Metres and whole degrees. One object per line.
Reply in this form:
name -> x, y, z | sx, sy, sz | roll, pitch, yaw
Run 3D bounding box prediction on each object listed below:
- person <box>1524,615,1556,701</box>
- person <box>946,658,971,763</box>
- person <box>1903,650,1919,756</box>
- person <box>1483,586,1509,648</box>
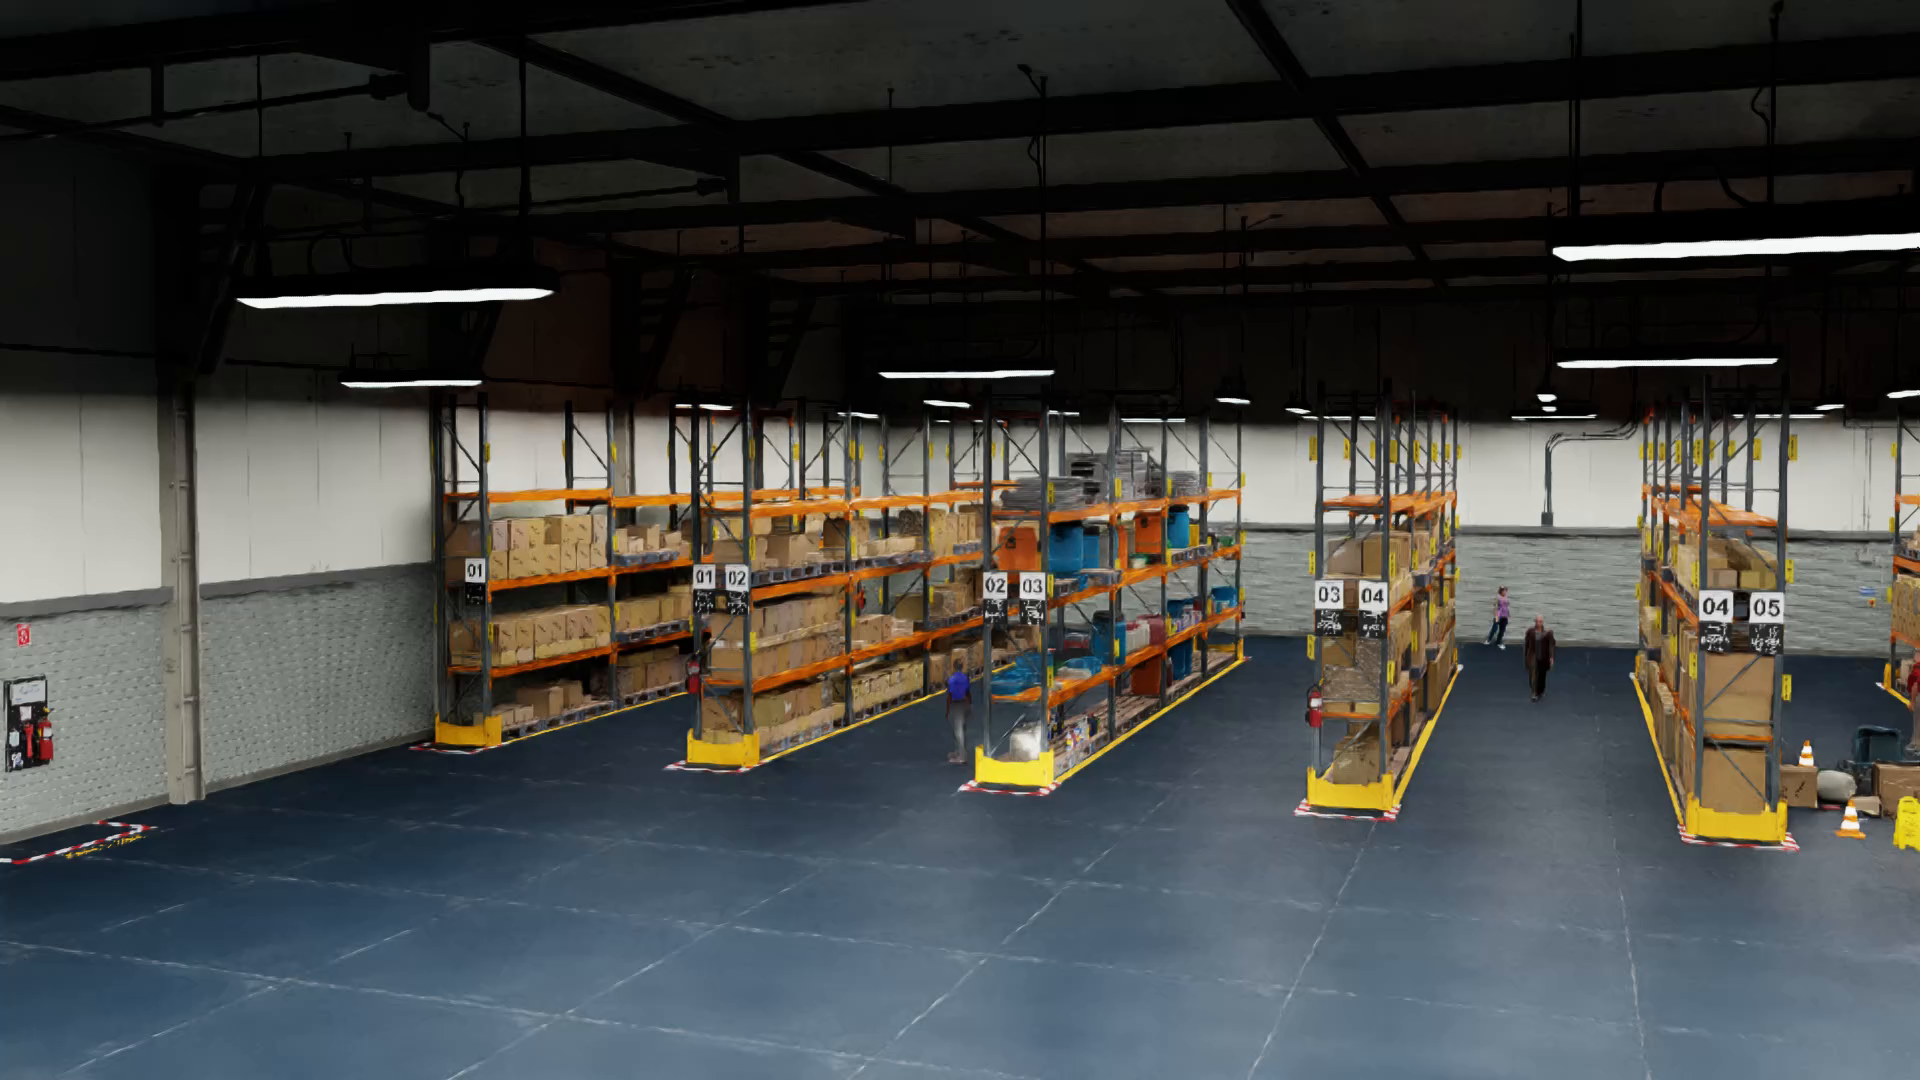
person -> 11.649, 2.357, 33.416 | 0.603, 1.724, 1.107 | 1, 3, 19
person -> -0.040, 2.782, 26.848 | 0.562, 1.551, 0.587 | 2, 4, 38
person -> 15.826, 2.662, 27.478 | 0.593, 1.719, 0.651 | 3, 4, 43
person -> 13.664, 1.963, 42.384 | 0.599, 1.575, 0.472 | -1, 3, -25
